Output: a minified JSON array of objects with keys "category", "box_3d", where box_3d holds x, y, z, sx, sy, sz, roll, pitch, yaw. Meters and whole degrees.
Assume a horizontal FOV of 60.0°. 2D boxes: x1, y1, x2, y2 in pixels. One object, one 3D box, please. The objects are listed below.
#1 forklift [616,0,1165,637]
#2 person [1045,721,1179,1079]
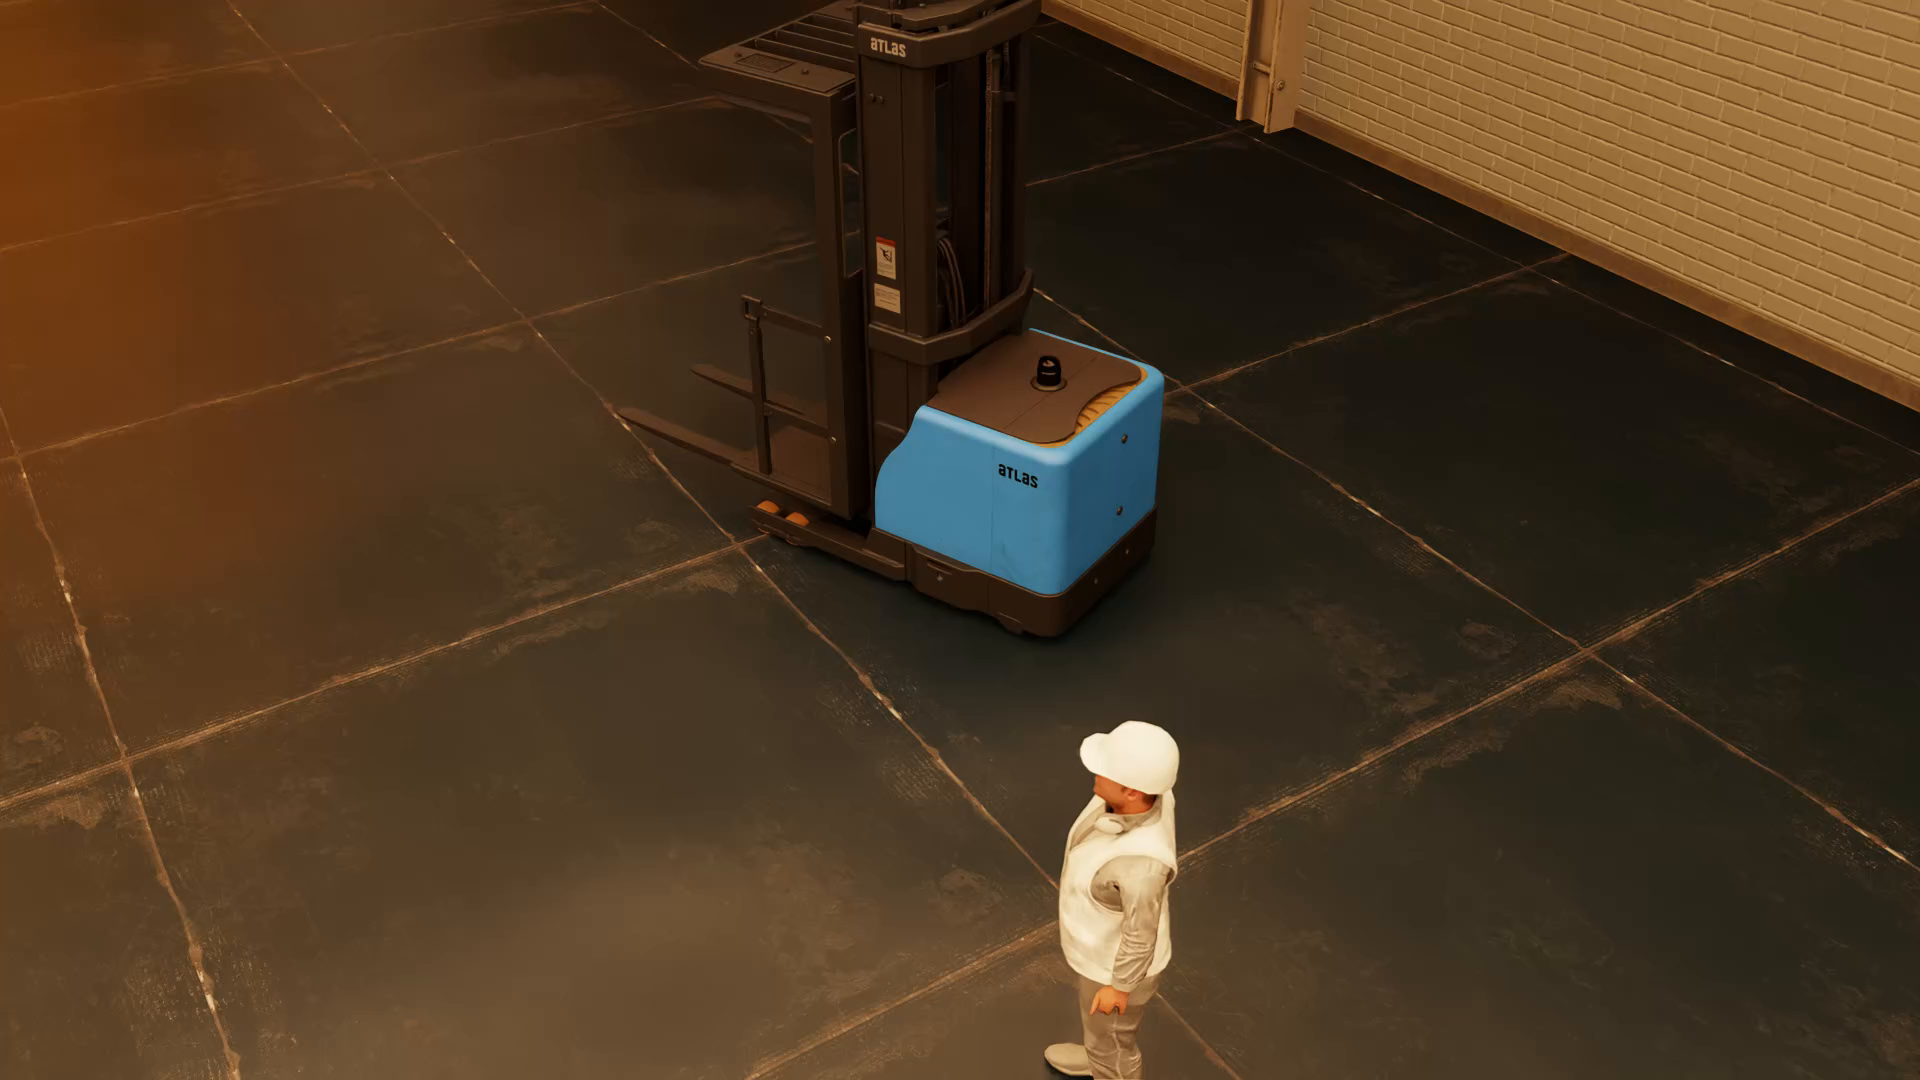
[{"category":"forklift","box_3d":[-0.500,-1.399,8.138,3.031,2.935,1.130,22,41,28]},{"category":"person","box_3d":[0.486,1.276,5.341,0.369,1.777,0.526,1,35,1]}]
